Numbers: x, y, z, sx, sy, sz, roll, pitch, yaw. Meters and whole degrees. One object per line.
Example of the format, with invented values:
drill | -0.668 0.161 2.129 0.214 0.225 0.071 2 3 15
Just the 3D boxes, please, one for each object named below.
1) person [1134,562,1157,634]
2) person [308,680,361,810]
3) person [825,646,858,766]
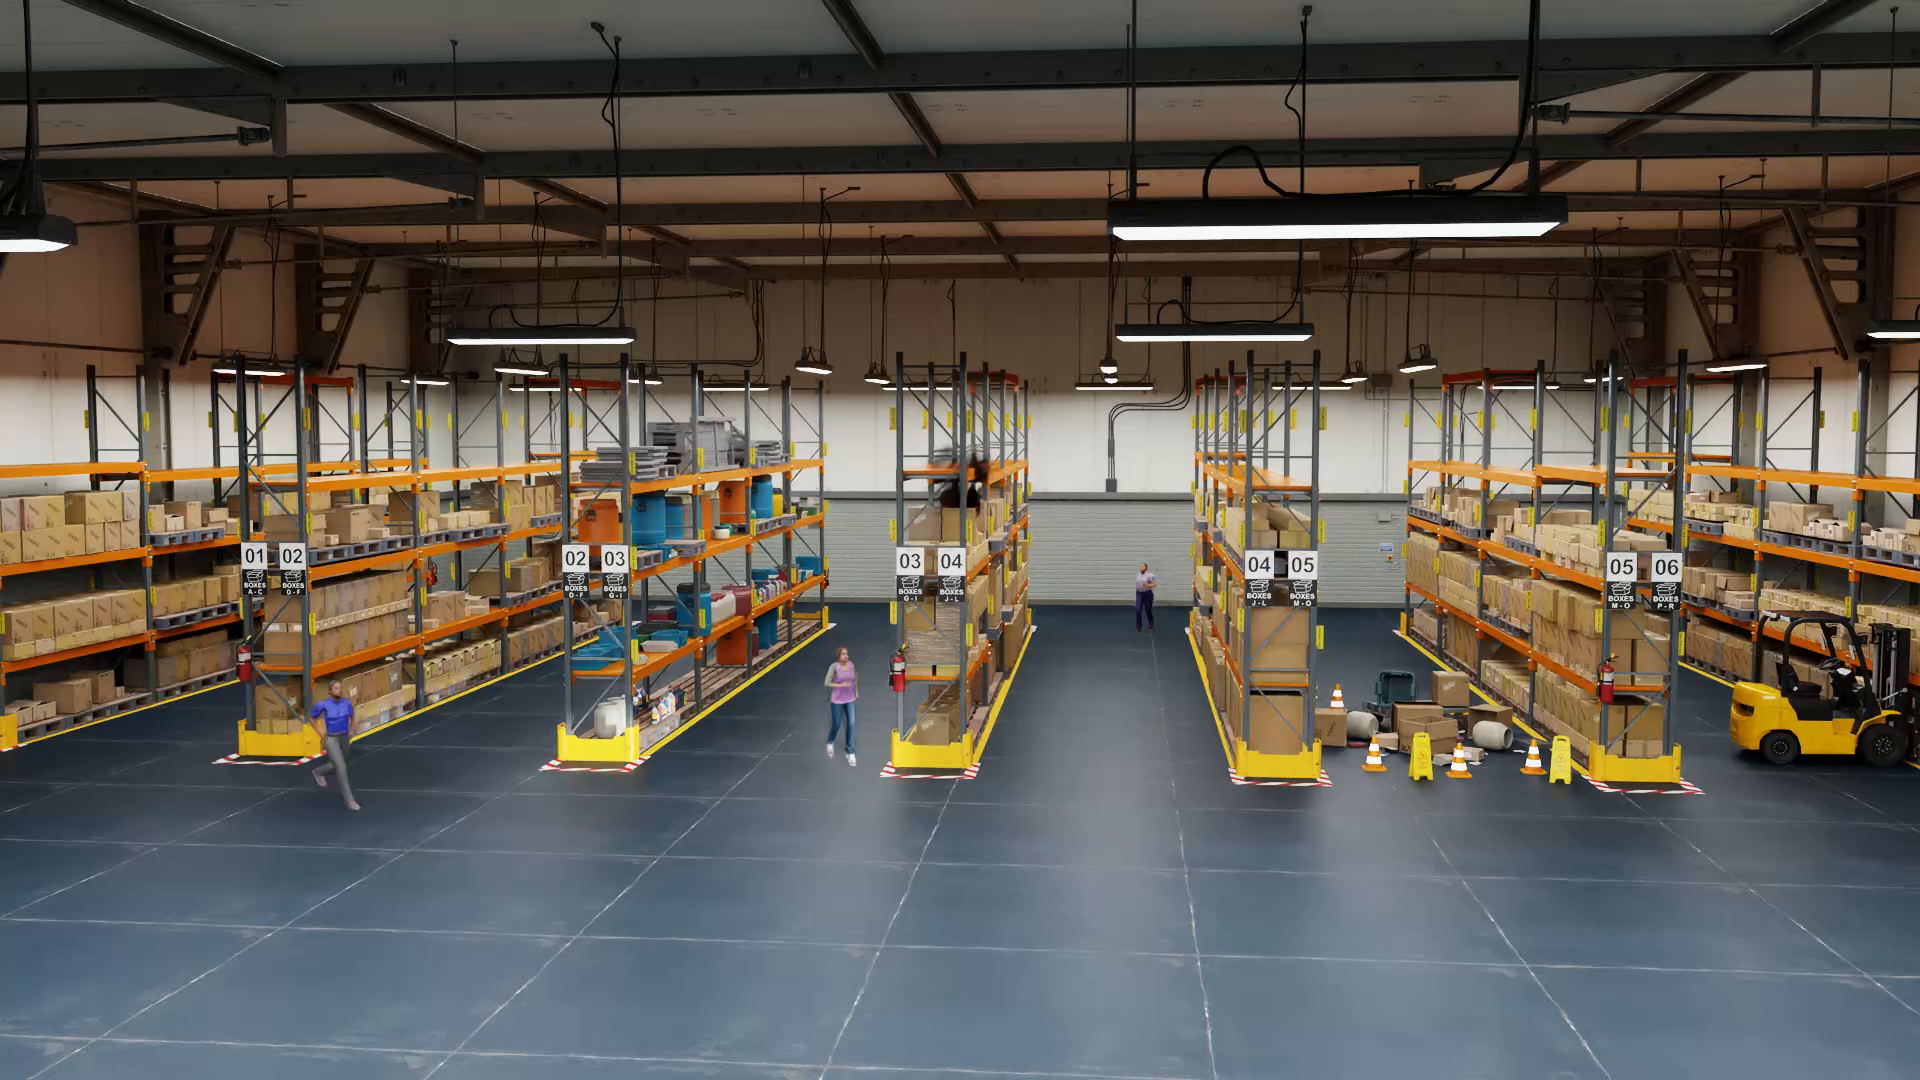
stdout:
person | 4.434 1.370 39.621 0.587 1.680 0.868 2 5 31
person | -8.173 2.666 21.768 1.051 1.659 0.547 3 5 34
person | -1.655 2.284 23.226 0.573 1.631 0.764 -2 5 -27
